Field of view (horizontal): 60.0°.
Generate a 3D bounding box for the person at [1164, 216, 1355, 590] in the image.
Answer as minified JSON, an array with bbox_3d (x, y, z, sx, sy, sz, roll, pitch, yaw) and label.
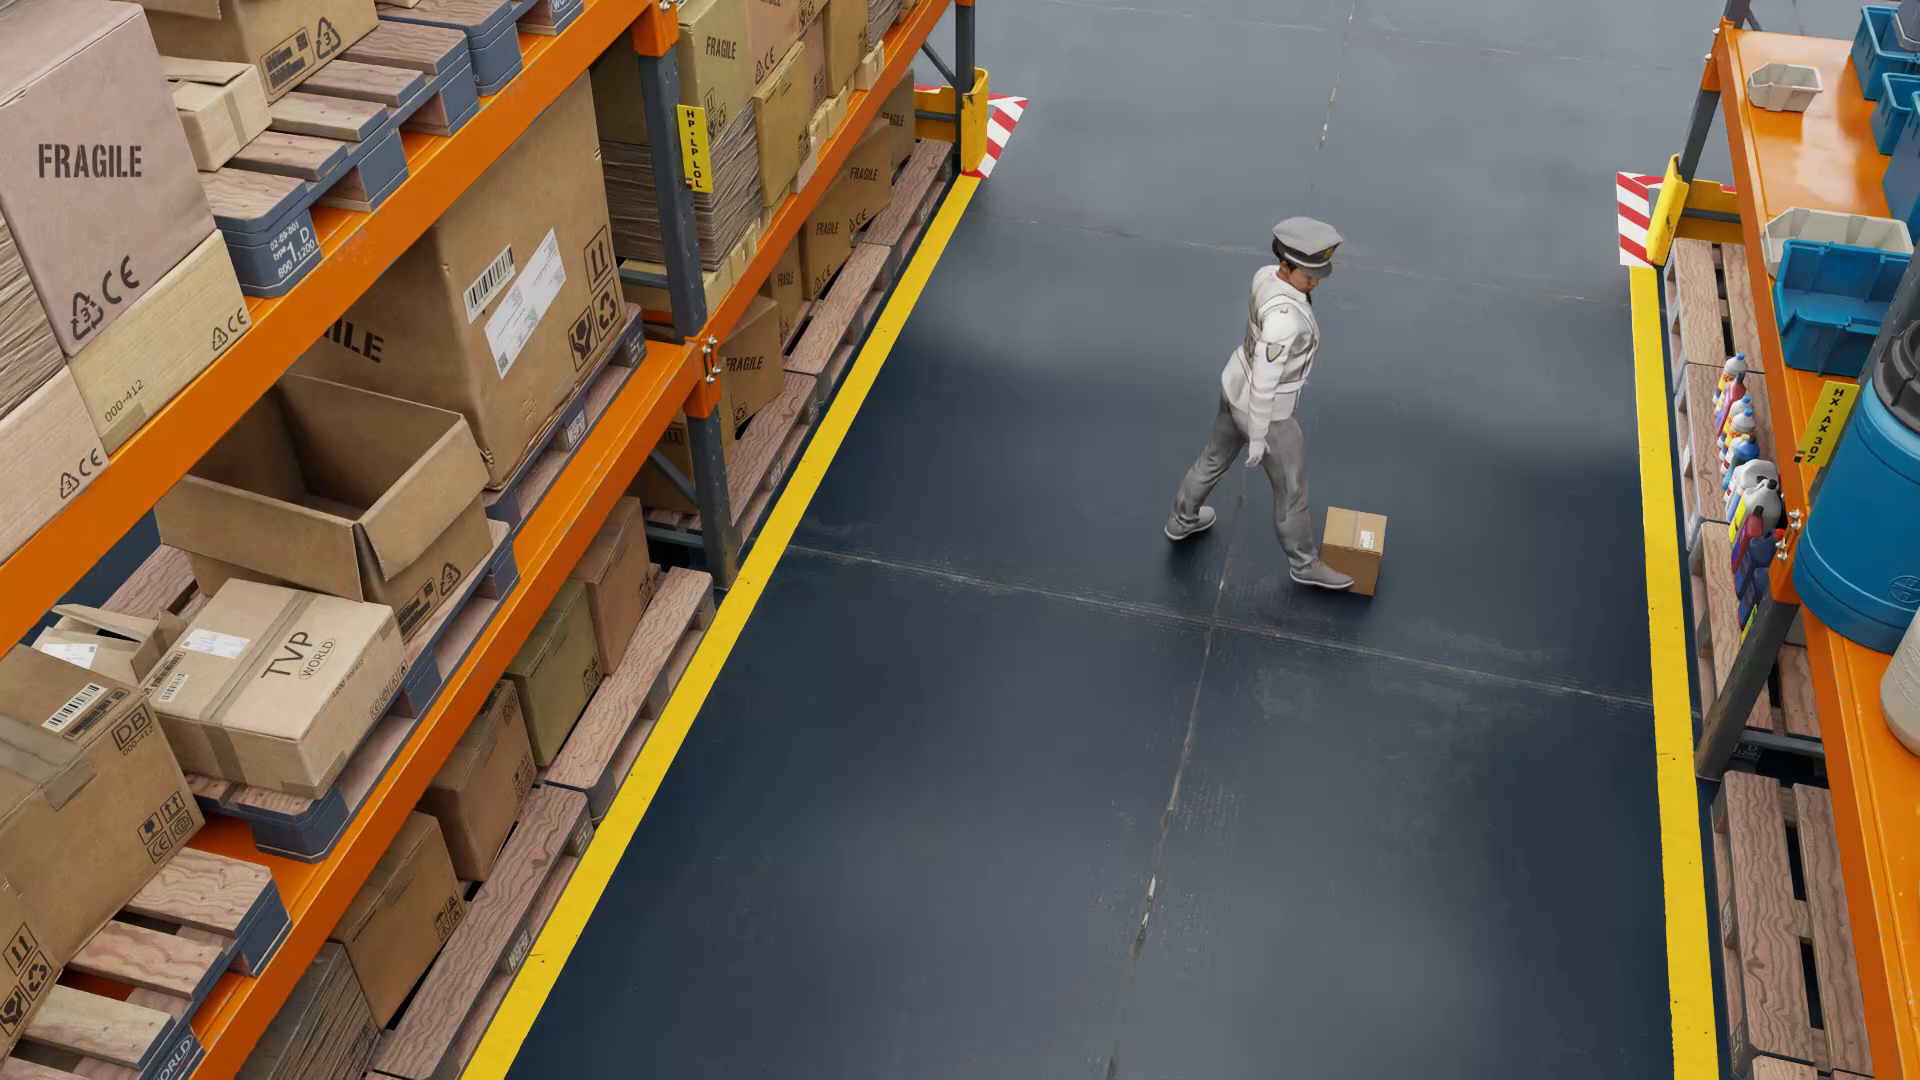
[{"bbox_3d":[1.302,-0.557,6.779,0.754,1.640,0.600,-5,42,-6],"label":"person"}]
